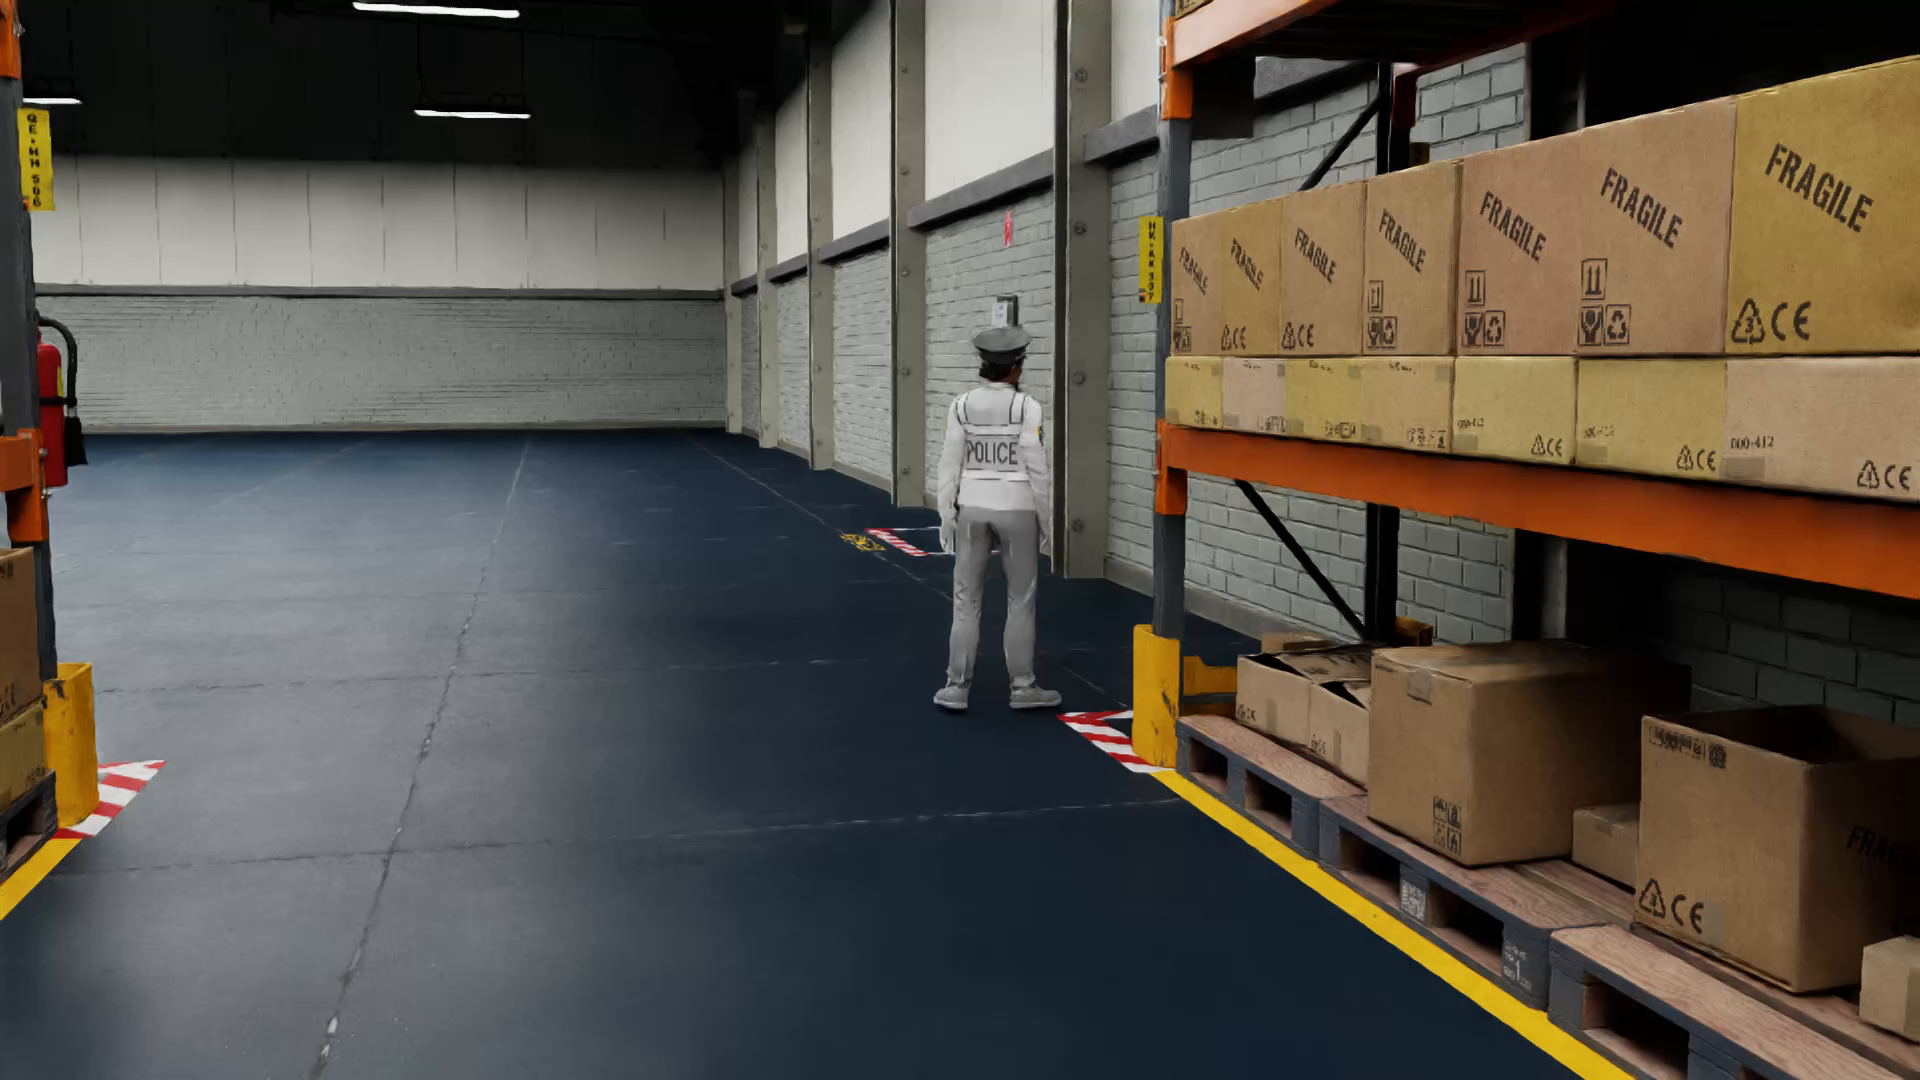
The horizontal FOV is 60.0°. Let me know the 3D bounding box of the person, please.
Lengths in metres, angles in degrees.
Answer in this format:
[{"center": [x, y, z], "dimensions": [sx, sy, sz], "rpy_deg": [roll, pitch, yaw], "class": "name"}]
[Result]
[{"center": [0.150, -0.090, 7.328], "dimensions": [0.534, 1.688, 0.449], "rpy_deg": [2, 7, 19], "class": "person"}]
